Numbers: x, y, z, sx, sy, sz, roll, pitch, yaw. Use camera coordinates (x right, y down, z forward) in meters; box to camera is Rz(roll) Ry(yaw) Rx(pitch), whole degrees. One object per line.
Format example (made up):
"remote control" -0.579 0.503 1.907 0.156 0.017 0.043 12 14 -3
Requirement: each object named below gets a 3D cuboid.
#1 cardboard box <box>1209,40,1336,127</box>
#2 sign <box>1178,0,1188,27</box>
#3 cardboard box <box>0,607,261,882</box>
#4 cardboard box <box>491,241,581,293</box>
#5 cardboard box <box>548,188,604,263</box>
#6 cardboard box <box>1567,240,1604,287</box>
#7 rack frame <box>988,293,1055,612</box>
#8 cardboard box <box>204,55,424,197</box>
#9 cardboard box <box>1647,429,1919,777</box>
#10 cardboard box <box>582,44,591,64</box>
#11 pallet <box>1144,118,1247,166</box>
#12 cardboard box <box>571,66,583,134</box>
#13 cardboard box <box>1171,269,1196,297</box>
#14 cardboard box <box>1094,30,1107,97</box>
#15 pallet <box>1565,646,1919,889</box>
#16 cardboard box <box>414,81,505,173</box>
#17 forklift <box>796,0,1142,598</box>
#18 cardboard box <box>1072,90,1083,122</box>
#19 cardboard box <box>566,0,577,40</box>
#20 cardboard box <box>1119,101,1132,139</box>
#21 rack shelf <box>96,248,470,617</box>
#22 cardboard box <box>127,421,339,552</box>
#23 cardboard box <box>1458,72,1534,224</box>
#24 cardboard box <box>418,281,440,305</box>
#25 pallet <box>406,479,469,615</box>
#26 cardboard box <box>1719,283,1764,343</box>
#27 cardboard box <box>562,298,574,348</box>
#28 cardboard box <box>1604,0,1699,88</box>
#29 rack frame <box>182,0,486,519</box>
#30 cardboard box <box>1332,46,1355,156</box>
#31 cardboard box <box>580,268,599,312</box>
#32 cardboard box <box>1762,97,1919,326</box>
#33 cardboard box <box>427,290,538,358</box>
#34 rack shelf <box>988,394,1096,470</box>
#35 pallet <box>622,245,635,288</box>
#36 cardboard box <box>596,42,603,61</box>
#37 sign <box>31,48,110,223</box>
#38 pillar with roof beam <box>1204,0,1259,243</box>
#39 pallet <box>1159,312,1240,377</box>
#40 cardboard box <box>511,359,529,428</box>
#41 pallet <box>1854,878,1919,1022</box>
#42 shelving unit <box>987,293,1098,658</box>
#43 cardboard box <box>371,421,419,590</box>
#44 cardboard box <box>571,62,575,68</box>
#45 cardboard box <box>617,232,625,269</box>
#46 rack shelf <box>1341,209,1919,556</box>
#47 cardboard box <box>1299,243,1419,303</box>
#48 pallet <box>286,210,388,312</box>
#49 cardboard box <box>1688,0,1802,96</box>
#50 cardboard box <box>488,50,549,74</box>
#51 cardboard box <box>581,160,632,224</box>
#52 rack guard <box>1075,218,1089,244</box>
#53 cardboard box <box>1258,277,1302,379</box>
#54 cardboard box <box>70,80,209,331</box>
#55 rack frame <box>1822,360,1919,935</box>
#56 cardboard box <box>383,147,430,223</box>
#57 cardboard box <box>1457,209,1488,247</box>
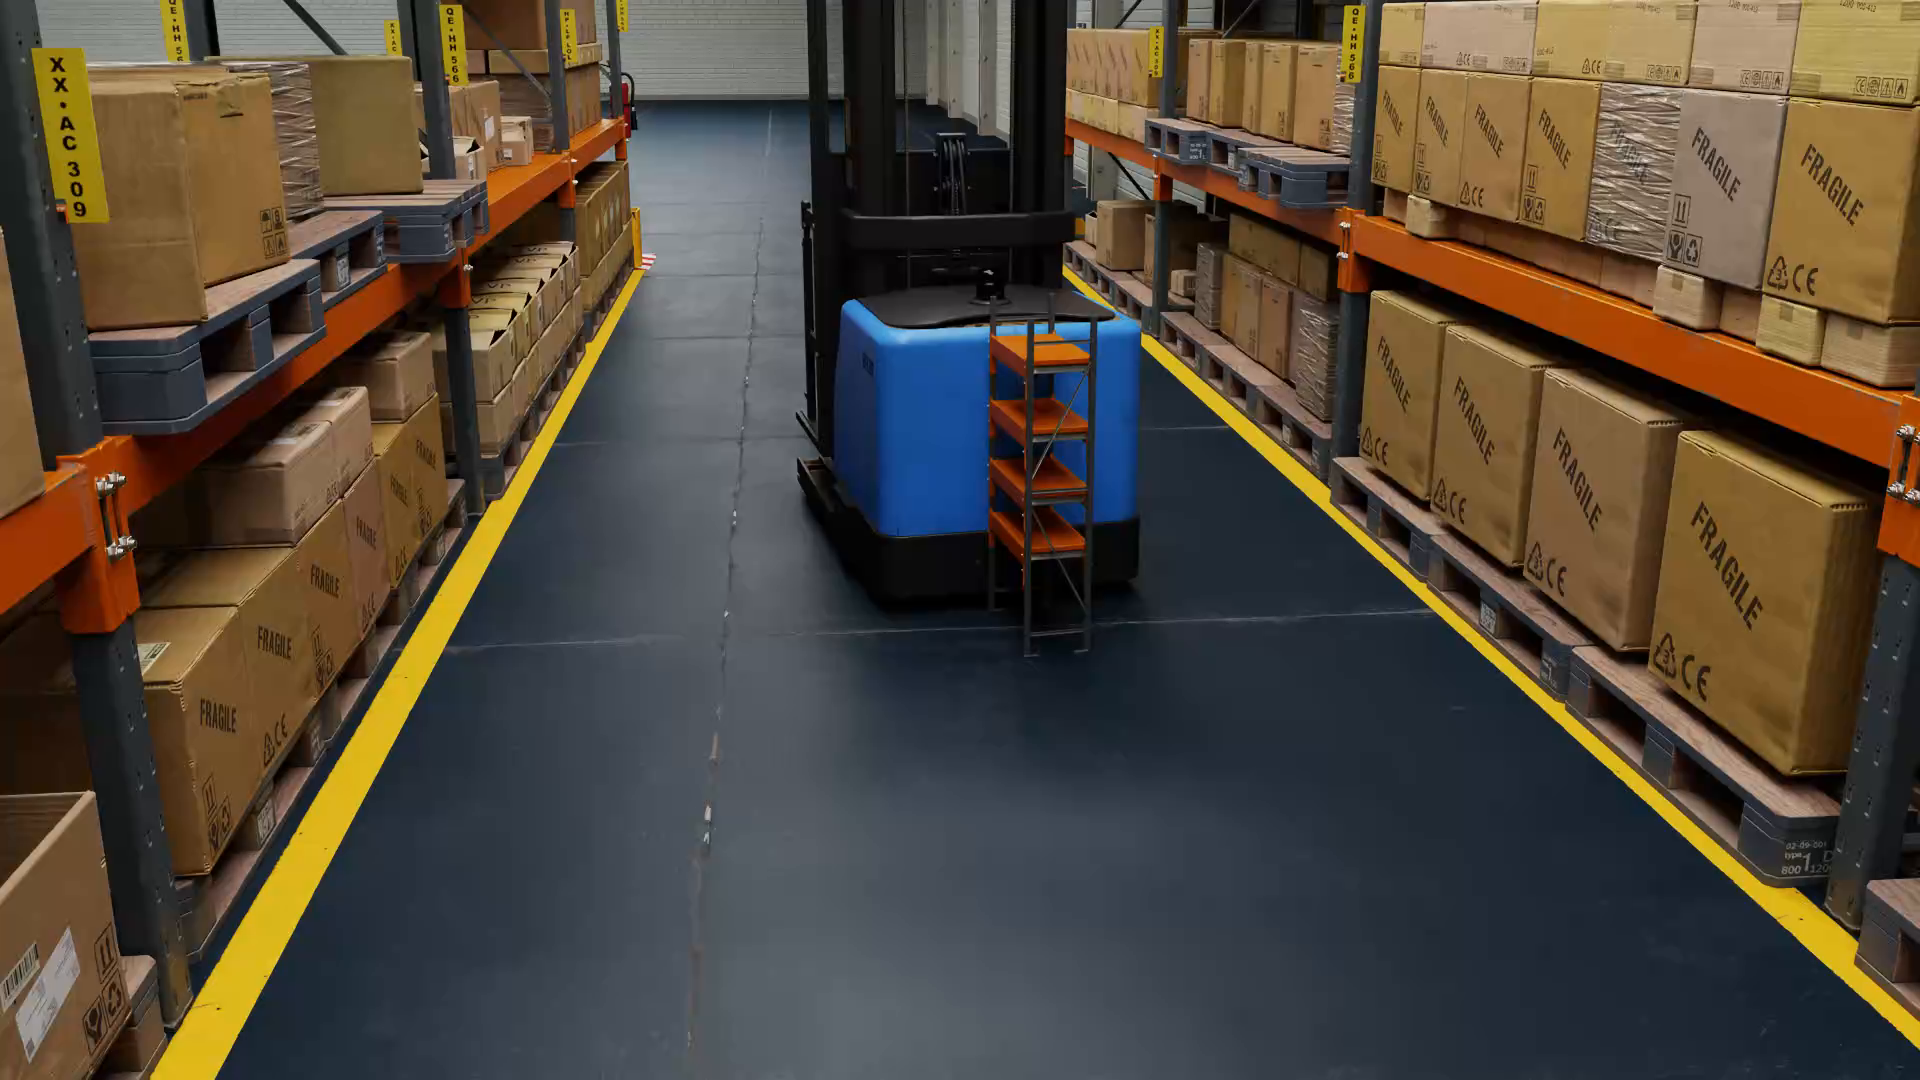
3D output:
"cardboard box" 1.926 -2.816 10.237 0.700 0.500 0.500 0 17 0
"sign" 1.999 -4.784 14.947 0.100 0.325 0.005 -2 18 -6
"cardboard box" -2.052 0.491 4.044 0.500 0.500 0.500 -3 18 -8
"cardboard box" -2.743 -1.768 10.754 0.500 0.311 0.500 -2 18 -6
"cardboard box" -2.866 -2.266 12.026 0.500 0.500 0.500 -2 18 -6
"cardboard box" 2.262 -0.935 5.534 0.380 0.149 0.250 -1 17 -4
"rack frame" 0.226 -0.309 6.159 0.240 1.200 0.015 -4 18 -13
"cardboard box" -2.480 -1.596 6.384 0.700 0.500 0.500 -8 19 -24
"cardboard box" 2.486 0.141 4.607 0.750 0.750 0.750 -2 17 -5
"cardboard box" -3.147 -3.857 13.206 0.380 0.149 0.250 -1 17 -4
"pallet" 1.791 -2.554 10.625 1.003 0.211 1.213 -2 18 -6
"cardboard box" -3.285 -3.362 12.713 0.700 0.500 0.500 -1 17 -4
"cardboard box" 1.772 -1.894 12.199 0.380 0.166 0.250 -4 18 -13
"cardboard box" 1.348 -3.759 13.107 0.500 0.500 0.500 -1 17 -4
"pallet" 2.528 0.609 4.886 1.003 0.211 1.213 -2 18 -6
"cardboard box" -2.953 -2.385 9.599 0.500 0.500 0.500 -1 17 -2
"forklift" -0.149 -1.581 7.321 1.130 2.935 3.031 -4 18 -13
"cardboard box" 1.247 -3.698 14.165 0.500 0.250 0.500 -2 18 -7
"cardboard box" -3.277 -3.971 12.485 0.700 0.500 0.500 -2 18 -6
"cardboard box" 1.464 -3.096 12.248 0.500 0.250 0.500 -2 18 -5
"rack shelf" -2.451 -0.593 5.258 1.077 0.370 4.000 -2 18 -6
"cardboard box" -2.155 -0.165 4.881 0.500 0.250 0.500 -2 18 -6
"cardboard box" 2.160 -1.428 6.022 0.500 0.500 0.500 -2 18 -6
"cardboard box" -3.115 -1.291 9.234 0.500 0.311 0.500 -1 17 -4
"pallet" -2.618 0.022 6.754 1.003 0.211 1.213 -2 18 -6
"cardboard box" 2.334 -0.629 4.559 0.380 0.149 0.250 -1 17 -4
"cardboard box" -2.688 -1.347 10.348 0.500 0.250 0.500 -2 18 -6
"cardboard box" 2.284 -1.487 4.957 0.500 0.250 0.500 -1 17 -5
"rack frame" -2.657 -1.532 7.049 1.000 3.000 0.127 -2 18 -6
"cardboard box" 2.211 -2.083 7.904 0.700 0.500 0.500 -4 18 -12
"cardboard box" -2.816 -1.760 11.664 0.500 0.250 0.500 -2 18 -6
"cardboard box" 2.384 -0.823 4.094 0.500 0.500 0.500 -2 18 -7
"cardboard box" -2.532 -1.161 8.822 0.500 0.311 0.500 -2 18 -7
"rack shelf" 0.283 -0.387 5.886 0.258 0.148 0.480 -4 18 -13
"pallet" -3.362 -2.358 14.337 1.003 0.211 1.213 -2 18 -6
"cardboard box" -3.253 -4.165 14.185 0.380 0.149 0.250 -2 18 -7
"sign" -1.706 -0.772 3.184 0.100 0.325 0.005 -2 18 -6
"pillar with roof beam" -1.905 -6.617 13.230 9.100 9.000 0.400 -2 18 -6
"pallet" 1.939 -1.315 11.015 1.003 0.211 1.213 -2 18 -6
"cardboard box" -2.472 -0.735 8.401 0.500 0.250 0.500 -2 18 -7
"pallet" 2.683 1.065 3.432 1.003 0.211 1.213 -2 18 -6
"shelving unit" 0.283 -0.238 5.933 0.258 1.200 0.503 -4 18 -13
"cardboard box" -2.274 -0.124 6.002 0.500 0.500 0.500 -2 18 -8
"cardboard box" -3.042 -3.551 12.229 0.380 0.149 0.250 -2 18 -7
"cardboard box" -3.016 -2.356 13.562 0.500 0.250 0.500 -2 18 -6
"rack shelf" 2.476 -0.747 5.749 1.077 0.370 4.000 -2 18 -6
"cardboard box" 2.147 -1.446 8.961 0.500 0.250 0.500 -1 17 -5
"pallet" -2.452 -0.861 5.232 1.003 0.211 1.213 -2 18 -6
"cardboard box" 2.336 -1.335 4.473 0.500 0.250 0.500 -1 17 -4
"cardboard box" -2.905 -3.167 11.007 0.380 0.149 0.250 -2 18 -6
"cardboard box" -3.131 -3.011 14.398 0.500 0.500 0.500 -2 18 -6
"rack guard" 1.452 -2.854 15.434 1.175 0.500 0.348 -2 18 -6
"cardboard box" 2.127 -1.220 9.495 0.700 0.500 0.500 -2 18 -6
"cardboard box" -2.071 -0.736 3.646 0.700 0.500 0.500 -8 19 -24
"rack frame" 2.682 -0.494 3.744 1.000 3.000 0.127 -2 18 -6
"cardboard box" -2.651 -1.599 7.412 0.500 0.311 0.500 -1 17 -2
"cardboard box" 2.182 -1.242 6.512 0.380 0.149 0.250 -2 18 -6
